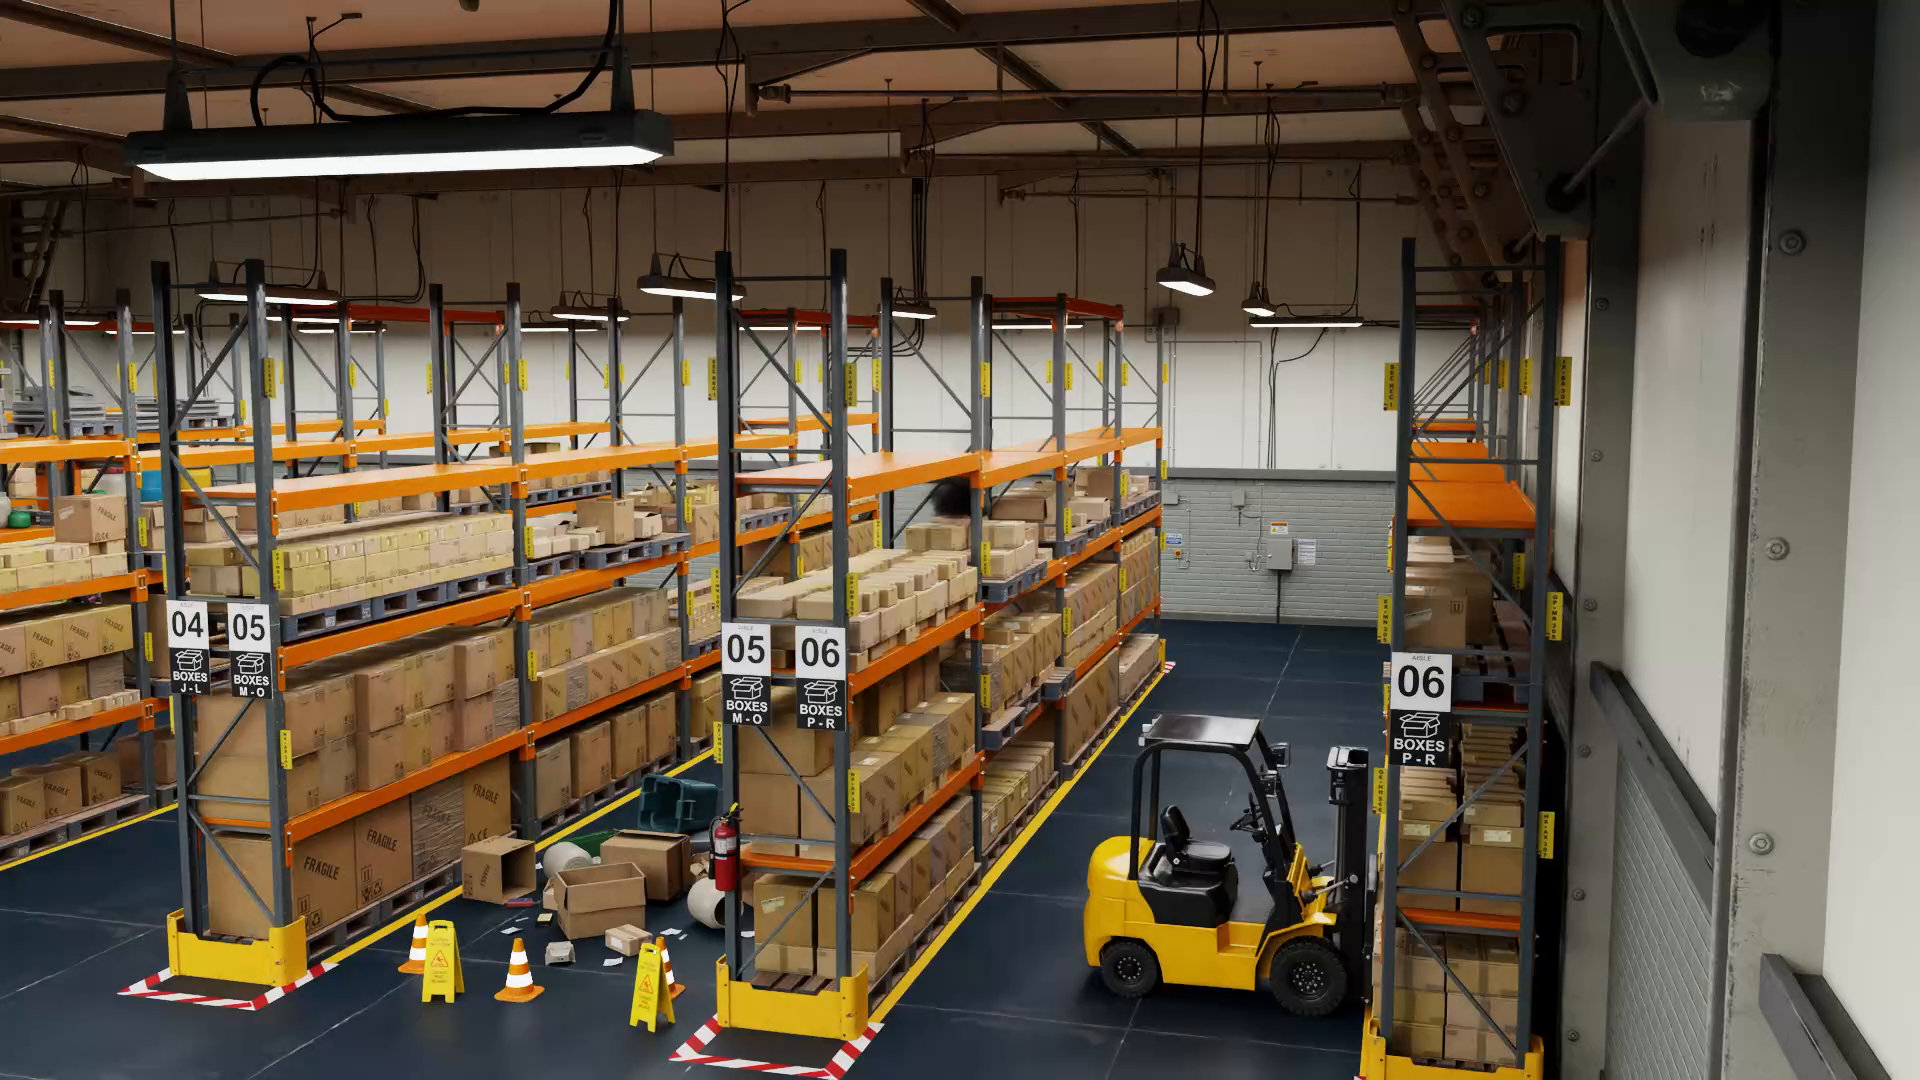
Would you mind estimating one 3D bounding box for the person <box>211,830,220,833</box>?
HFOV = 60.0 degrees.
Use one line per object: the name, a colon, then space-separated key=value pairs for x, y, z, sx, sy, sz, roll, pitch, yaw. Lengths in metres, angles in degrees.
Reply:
person: x=-7.300 y=2.634 z=16.419 sx=0.510 sy=1.578 sz=0.644 roll=0 pitch=6 yaw=1
